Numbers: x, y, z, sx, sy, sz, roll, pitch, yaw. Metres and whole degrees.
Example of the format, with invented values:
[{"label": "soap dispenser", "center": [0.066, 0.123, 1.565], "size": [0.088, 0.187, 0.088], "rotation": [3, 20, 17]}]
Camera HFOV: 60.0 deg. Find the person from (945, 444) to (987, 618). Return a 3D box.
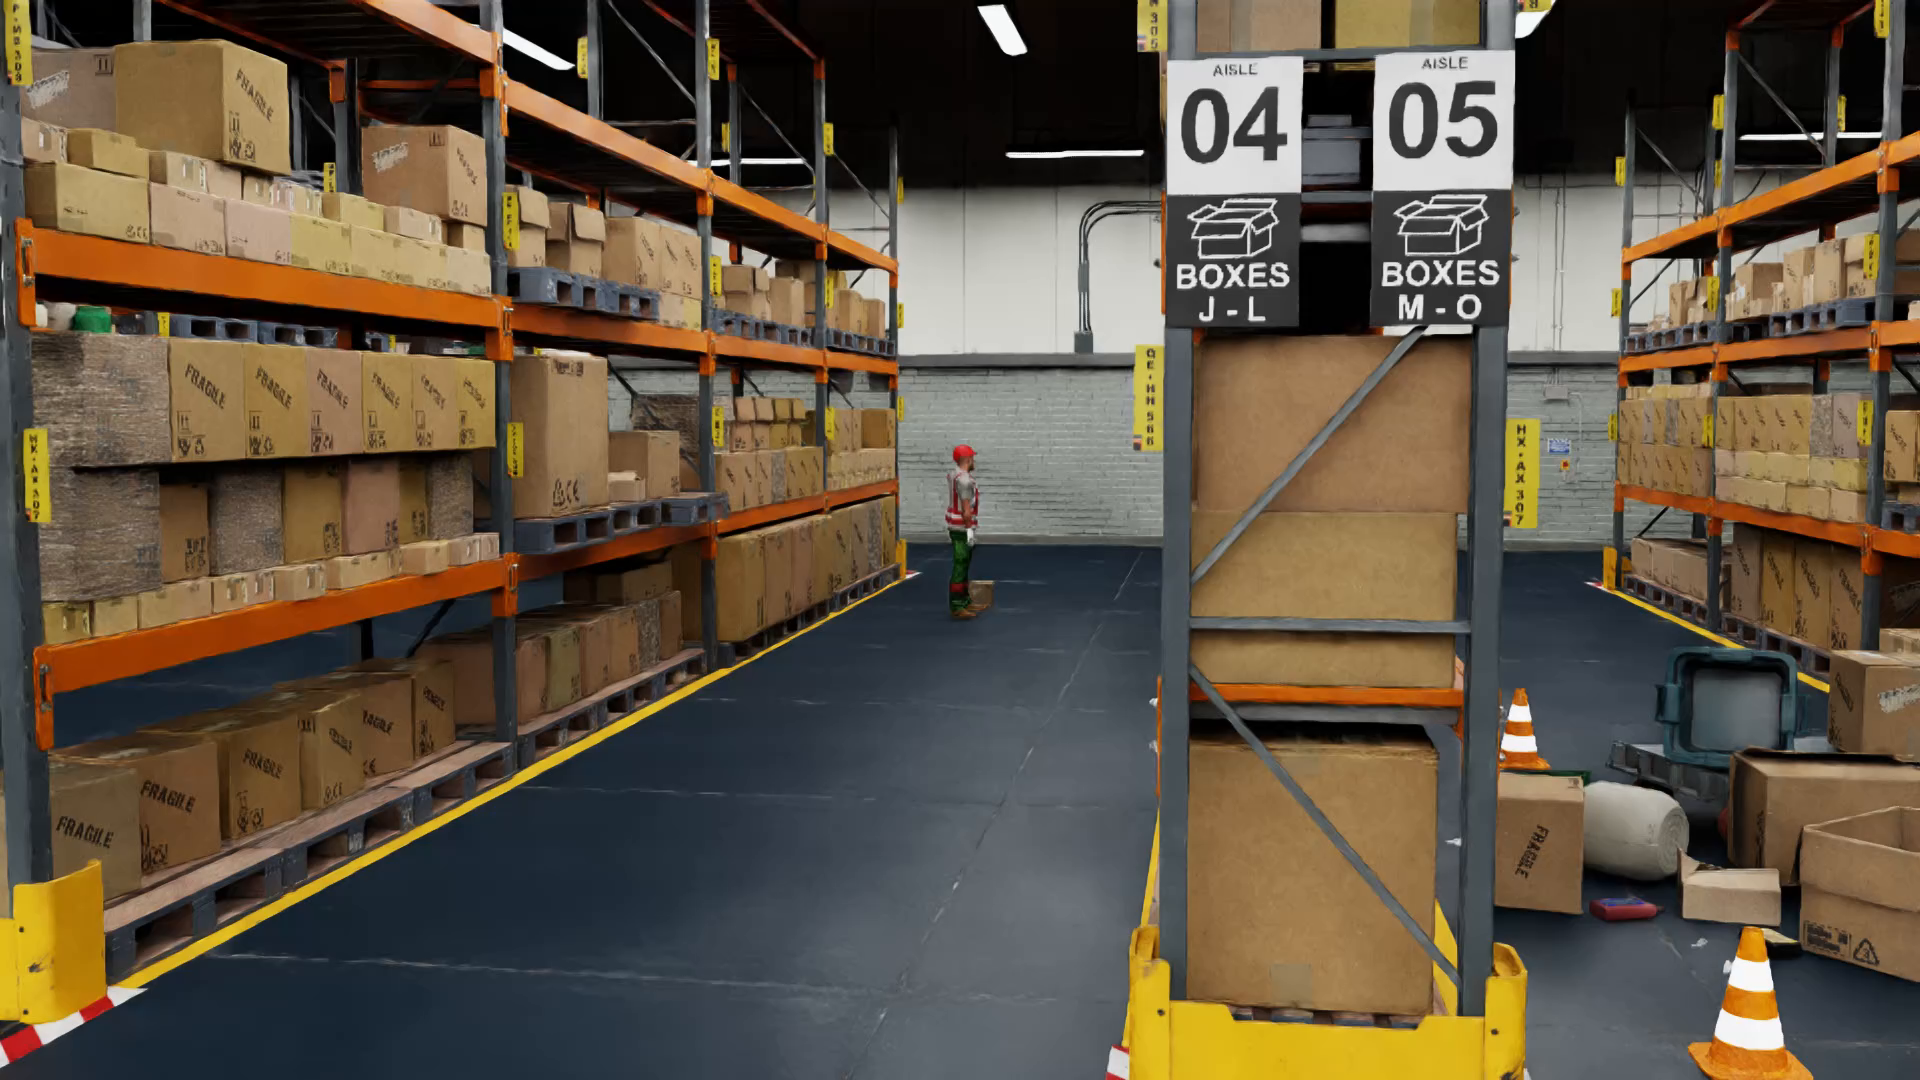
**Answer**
[{"label": "person", "center": [0.087, -0.108, 17.420], "size": [0.465, 1.794, 0.620], "rotation": [-1, 5, -12]}]
